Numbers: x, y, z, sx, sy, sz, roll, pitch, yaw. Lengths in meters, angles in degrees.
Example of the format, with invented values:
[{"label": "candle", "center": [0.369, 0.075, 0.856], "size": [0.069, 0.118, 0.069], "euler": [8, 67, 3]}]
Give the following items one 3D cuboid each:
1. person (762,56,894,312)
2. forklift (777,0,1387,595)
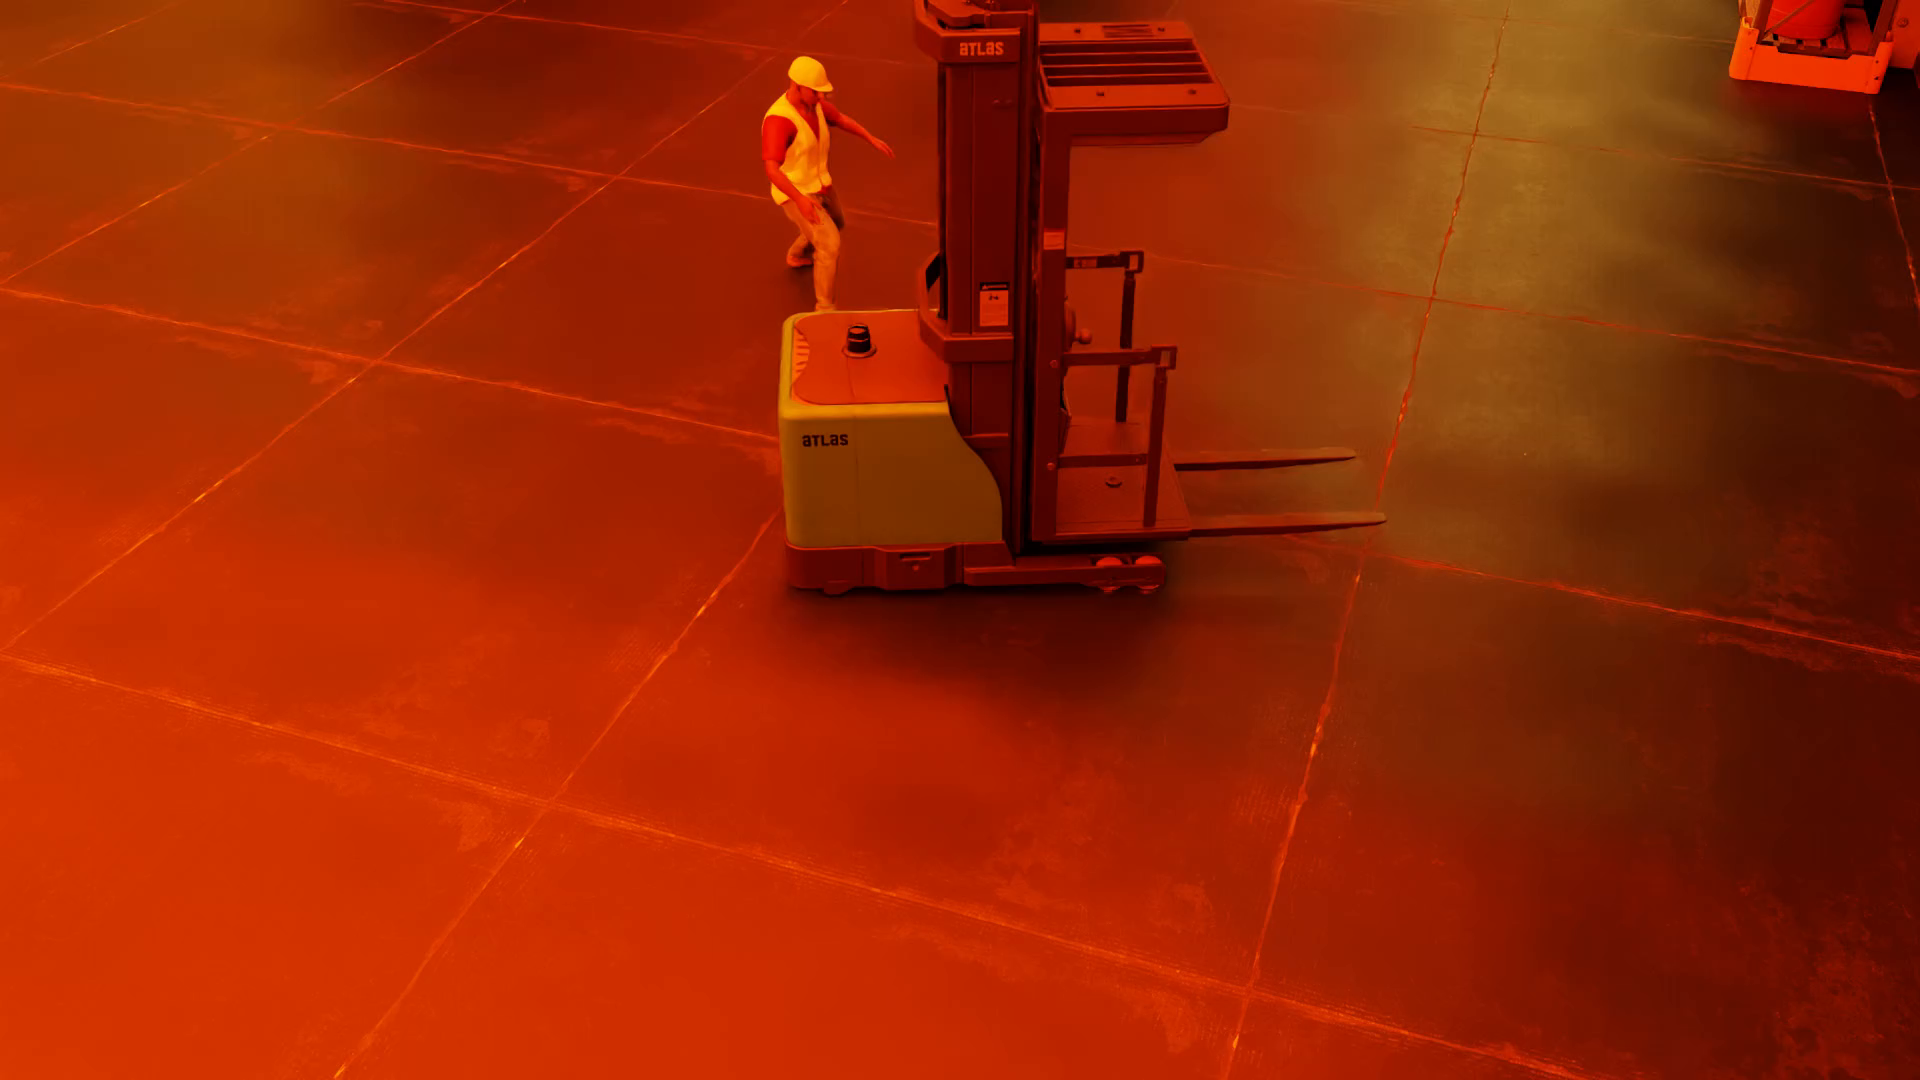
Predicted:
[{"label": "person", "center": [-0.862, -2.254, 10.487], "size": [0.929, 1.613, 1.028], "euler": [15, 38, 20]}, {"label": "forklift", "center": [0.627, -1.249, 7.872], "size": [3.031, 2.935, 1.130], "euler": [-2, 35, -3]}]
